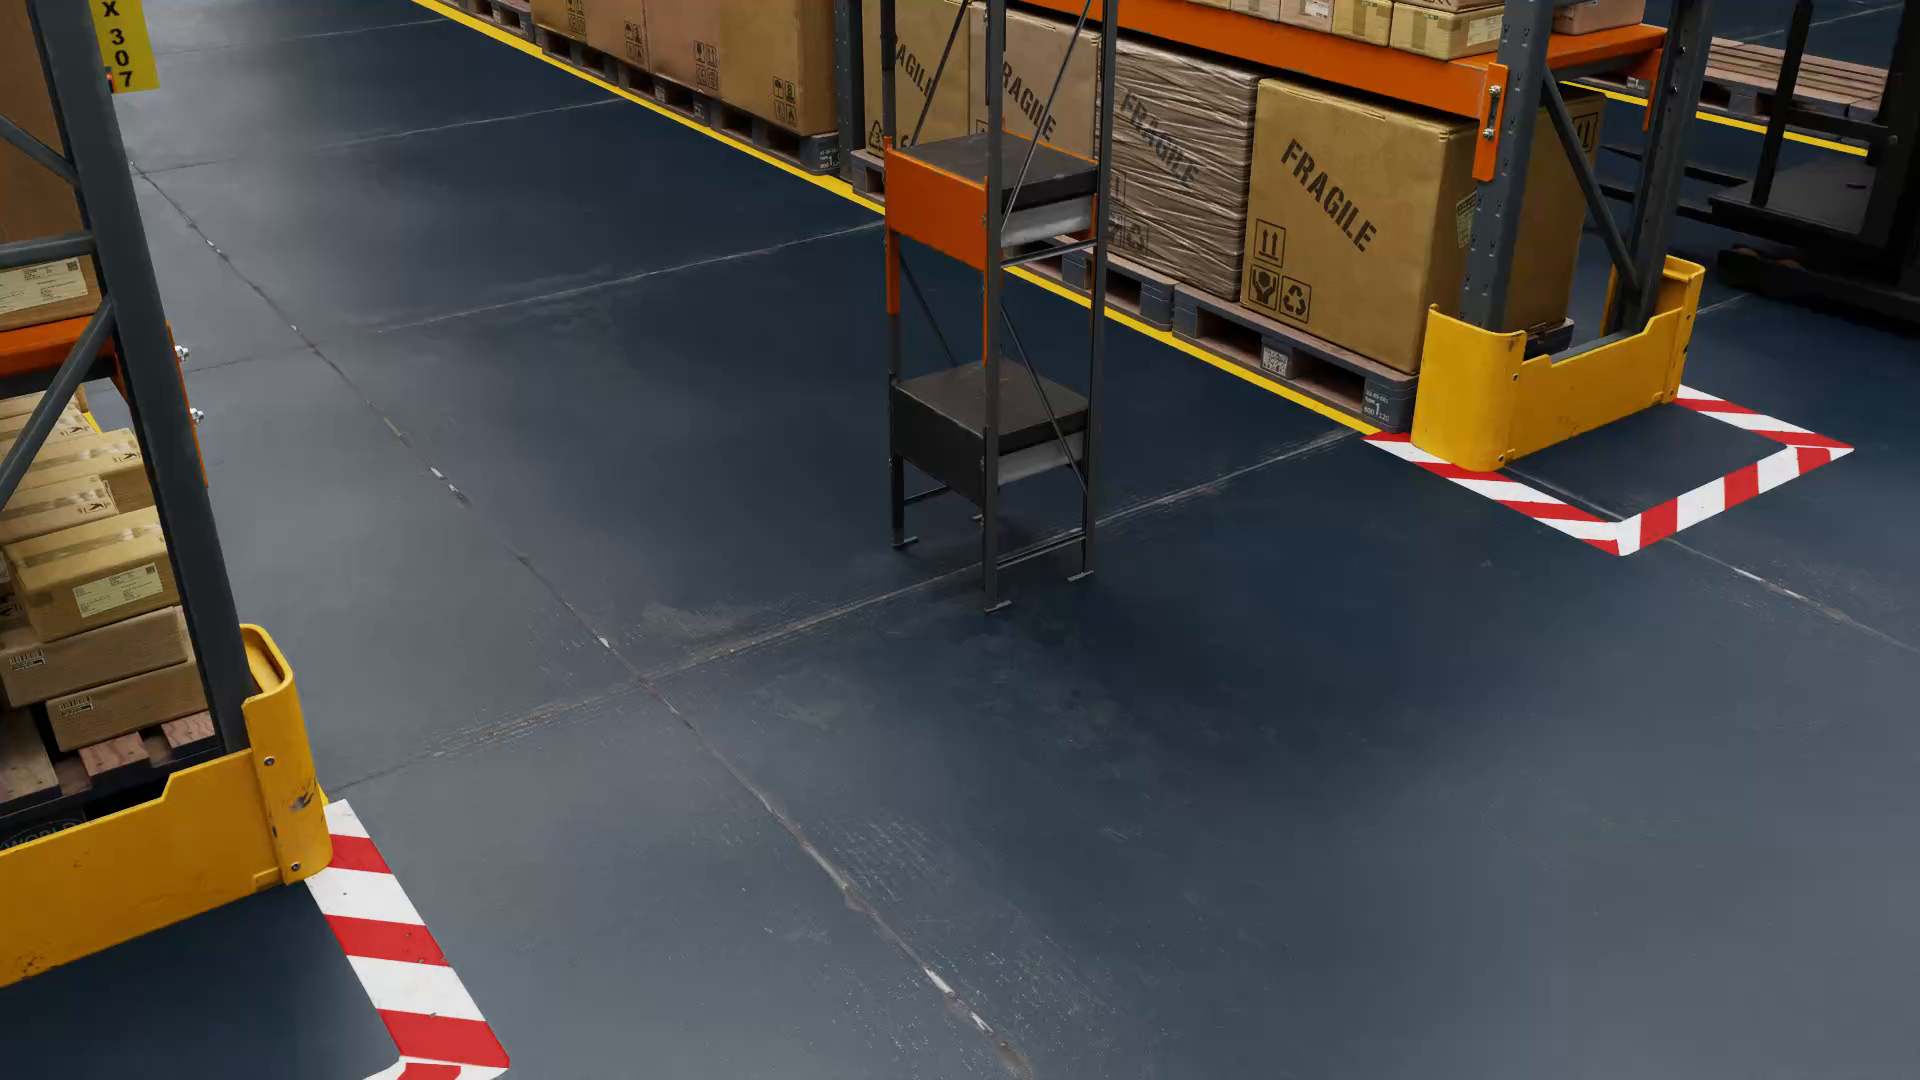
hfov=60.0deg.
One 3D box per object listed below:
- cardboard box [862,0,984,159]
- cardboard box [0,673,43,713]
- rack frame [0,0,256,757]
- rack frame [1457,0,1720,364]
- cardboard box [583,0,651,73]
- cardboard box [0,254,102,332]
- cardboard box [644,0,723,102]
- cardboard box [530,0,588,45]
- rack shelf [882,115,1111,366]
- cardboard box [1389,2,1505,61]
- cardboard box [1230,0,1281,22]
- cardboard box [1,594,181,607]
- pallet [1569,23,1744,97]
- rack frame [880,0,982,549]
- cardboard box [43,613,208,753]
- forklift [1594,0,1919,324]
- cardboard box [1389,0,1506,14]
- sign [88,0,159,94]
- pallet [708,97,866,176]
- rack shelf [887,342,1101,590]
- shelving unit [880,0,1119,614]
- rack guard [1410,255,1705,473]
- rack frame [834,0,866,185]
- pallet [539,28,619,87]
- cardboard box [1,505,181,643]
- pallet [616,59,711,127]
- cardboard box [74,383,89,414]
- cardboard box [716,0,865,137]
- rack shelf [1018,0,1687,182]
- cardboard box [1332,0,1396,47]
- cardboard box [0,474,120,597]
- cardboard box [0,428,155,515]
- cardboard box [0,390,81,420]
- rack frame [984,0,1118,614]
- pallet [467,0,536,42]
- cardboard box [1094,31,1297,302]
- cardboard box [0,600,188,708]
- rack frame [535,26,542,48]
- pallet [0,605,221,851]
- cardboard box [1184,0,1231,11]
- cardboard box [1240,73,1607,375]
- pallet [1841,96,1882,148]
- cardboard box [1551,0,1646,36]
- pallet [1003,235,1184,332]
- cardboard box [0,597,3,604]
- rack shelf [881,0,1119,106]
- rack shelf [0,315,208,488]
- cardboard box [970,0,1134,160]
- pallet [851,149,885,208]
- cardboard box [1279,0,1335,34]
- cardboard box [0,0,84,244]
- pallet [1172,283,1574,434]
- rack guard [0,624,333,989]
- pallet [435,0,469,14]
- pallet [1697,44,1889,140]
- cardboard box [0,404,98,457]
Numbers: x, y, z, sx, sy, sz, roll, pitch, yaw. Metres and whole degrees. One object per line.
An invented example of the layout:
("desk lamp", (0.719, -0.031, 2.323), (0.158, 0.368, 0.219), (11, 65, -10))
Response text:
("cardboard box", (0.127, -2.300, 8.128), (0.875, 0.875, 0.875), (-19, 34, -31))
("cardboard box", (-2.231, 0.258, 4.179), (0.380, 0.149, 0.250), (-19, 34, -31))
("rack frame", (-1.969, -0.439, 2.915), (1.000, 3.000, 0.127), (-19, 34, -31))
("rack frame", (2.130, -1.773, 5.371), (1.000, 3.000, 0.127), (-19, 34, -31))
("cardboard box", (-1.617, -3.511, 10.358), (1.225, 0.875, 0.875), (-19, 34, -30))
("cardboard box", (-1.890, -0.545, 3.374), (0.380, 0.149, 0.250), (-19, 34, -31))
("cardboard box", (-1.097, -3.169, 9.728), (1.225, 0.875, 0.875), (-20, 34, -32))
("cardboard box", (-2.127, -3.860, 11.000), (1.225, 0.875, 0.875), (-21, 35, -33))
("rack shelf", (0.096, -0.846, 4.637), (0.431, 0.518, 0.480), (-19, 34, -31))
("cardboard box", (1.655, -1.710, 5.518), (0.380, 0.149, 0.250), (-18, 33, -30))
("cardboard box", (1.213, -2.006, 6.064), (0.380, 0.149, 0.250), (-18, 33, -30))
("cardboard box", (-2.177, 0.102, 4.155), (0.380, 0.149, 0.250), (-19, 34, -31))
("pallet", (4.302, -3.198, 10.918), (1.003, 0.211, 1.213), (-19, 34, -31))
("rack frame", (-0.046, -0.953, 4.805), (0.400, 2.100, 0.015), (-19, 34, -31))
("cardboard box", (-2.012, 0.337, 4.034), (0.380, 0.149, 0.250), (-18, 33, -30))
("forklift", (3.984, -2.456, 6.702), (1.130, 2.935, 3.031), (-20, 34, -33))
("cardboard box", (1.632, -1.952, 5.548), (0.500, 0.250, 0.500), (-19, 34, -31))
("sign", (-1.527, -0.970, 2.985), (0.100, 0.325, 0.005), (-19, 34, -31))
("pallet", (-0.699, -2.381, 9.414), (1.003, 0.211, 1.213), (-19, 34, -31))
("rack shelf", (0.096, -0.231, 4.971), (0.431, 0.518, 0.480), (-19, 34, -31))
("shelving unit", (0.096, -0.858, 4.630), (0.431, 2.100, 0.503), (-19, 34, -31))
("rack guard", (2.144, -0.665, 5.951), (1.175, 0.500, 0.348), (-19, 34, -31))
("rack frame", (-0.190, -3.328, 8.234), (1.000, 3.000, 0.127), (-19, 34, -31))
("pallet", (-2.115, -3.330, 11.160), (1.003, 0.211, 1.213), (-19, 34, -31))
("cardboard box", (-1.996, 0.070, 3.902), (0.380, 0.149, 0.250), (-21, 35, -33))
("pallet", (-1.411, -2.856, 10.288), (1.003, 0.211, 1.213), (-19, 34, -31))
("cardboard box", (-2.776, -0.436, 4.834), (0.380, 0.149, 0.250), (-18, 33, -30))
("cardboard box", (-0.578, -2.822, 9.089), (1.225, 0.875, 0.875), (-19, 34, -30))
("rack shelf", (0.970, -2.234, 6.974), (1.077, 0.370, 4.000), (-19, 34, -31))
("cardboard box", (1.503, -1.810, 5.703), (0.380, 0.149, 0.250), (-18, 33, -30))
("cardboard box", (-2.254, -0.004, 4.038), (0.380, 0.149, 0.250), (-18, 33, -30))
("cardboard box", (-2.296, -0.137, 4.283), (0.380, 0.149, 0.250), (-19, 34, -31))
("cardboard box", (-2.660, -0.321, 4.622), (0.380, 0.149, 0.250), (-17, 33, -29))
("rack frame", (0.238, -0.763, 4.456), (0.400, 2.100, 0.015), (-19, 34, -31))
("pallet", (-2.963, -3.962, 12.323), (1.003, 0.211, 1.213), (-19, 34, -31))
("cardboard box", (1.165, -1.604, 6.847), (0.875, 0.875, 0.875), (-19, 34, -31))
("cardboard box", (-2.064, 0.224, 3.930), (0.380, 0.149, 0.250), (-17, 33, -29))
("rack frame", (-2.511, -4.883, 11.098), (1.000, 3.000, 0.127), (-19, 34, -31))
("pallet", (-2.456, 0.431, 4.235), (1.003, 0.211, 1.213), (-19, 34, -31))
("cardboard box", (1.061, -2.106, 6.249), (0.380, 0.149, 0.250), (-20, 34, -32))
("cardboard box", (1.693, -1.250, 6.195), (0.875, 0.875, 0.875), (-19, 34, -31))
("pallet", (5.718, -2.250, 9.171), (1.003, 0.211, 1.213), (-19, 34, -31))
("cardboard box", (2.193, -1.892, 5.853), (0.380, 0.149, 0.250), (-18, 33, -30))
("pallet", (0.899, -1.310, 7.442), (1.003, 0.211, 1.213), (-19, 34, -31))
("cardboard box", (-2.391, 0.031, 4.285), (0.380, 0.149, 0.250), (-18, 33, -30))
("rack shelf", (0.096, -1.461, 4.303), (0.431, 0.518, 0.480), (-19, 34, -31))
("rack shelf", (-3.129, -0.900, 4.519), (1.077, 0.370, 4.000), (-19, 34, -31))
("cardboard box", (0.649, -1.950, 7.484), (0.875, 0.875, 0.875), (-19, 34, -31))
("pallet", (0.187, -1.785, 8.316), (1.003, 0.211, 1.213), (-19, 34, -31))
("cardboard box", (1.357, -1.909, 5.885), (0.380, 0.149, 0.250), (-19, 34, -31))
("cardboard box", (-2.005, -0.865, 3.283), (0.500, 0.500, 0.500), (-17, 33, -28))
("pallet", (1.602, -0.836, 6.569), (1.003, 0.211, 1.213), (-19, 34, -31))
("rack guard", (-2.013, 0.630, 3.566), (1.175, 0.500, 0.348), (-19, 34, -31))
("pallet", (-3.666, -4.436, 13.196), (1.003, 0.211, 1.213), (-19, 34, -31))
("pallet", (5.014, -2.724, 10.044), (1.003, 0.211, 1.213), (-19, 34, -31))
("cardboard box", (-2.507, -0.211, 4.419), (0.380, 0.149, 0.250), (-21, 35, -33))
